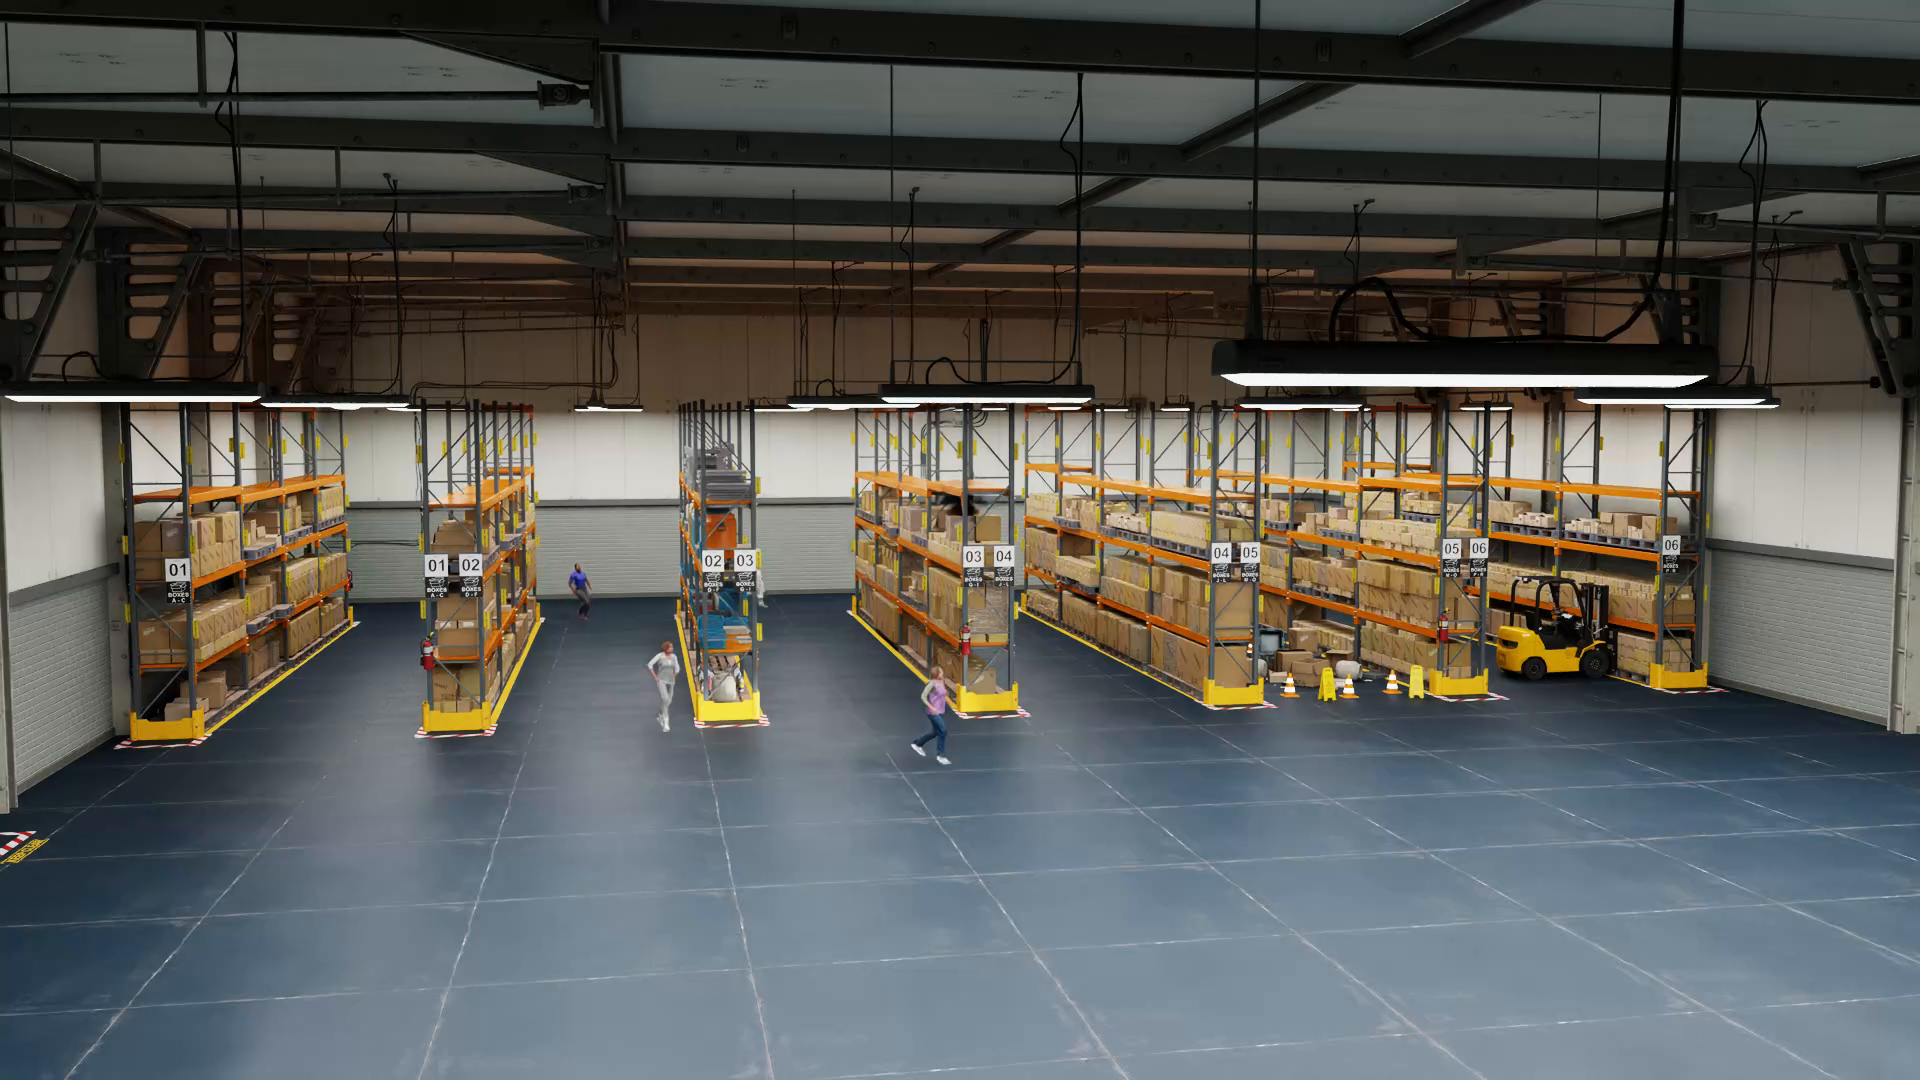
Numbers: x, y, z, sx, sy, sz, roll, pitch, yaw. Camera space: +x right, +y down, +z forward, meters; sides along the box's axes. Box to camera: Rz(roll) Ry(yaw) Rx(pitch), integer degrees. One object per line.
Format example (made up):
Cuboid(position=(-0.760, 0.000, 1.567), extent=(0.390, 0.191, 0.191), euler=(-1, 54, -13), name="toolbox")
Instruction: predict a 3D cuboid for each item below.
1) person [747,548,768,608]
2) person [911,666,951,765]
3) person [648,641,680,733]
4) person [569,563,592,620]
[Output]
Cuboid(position=(-6.110, 1.126, 49.437), extent=(0.867, 1.766, 0.683), euler=(0, 4, 6), name="person")
Cuboid(position=(-0.459, 2.873, 27.346), extent=(0.717, 1.624, 0.564), euler=(2, 5, 23), name="person")
Cuboid(position=(-5.353, 2.644, 30.309), extent=(0.537, 1.623, 0.763), euler=(-3, 6, -39), name="person")
Cuboid(position=(-10.497, 1.450, 46.254), extent=(0.503, 1.590, 0.633), euler=(3, 5, 31), name="person")
